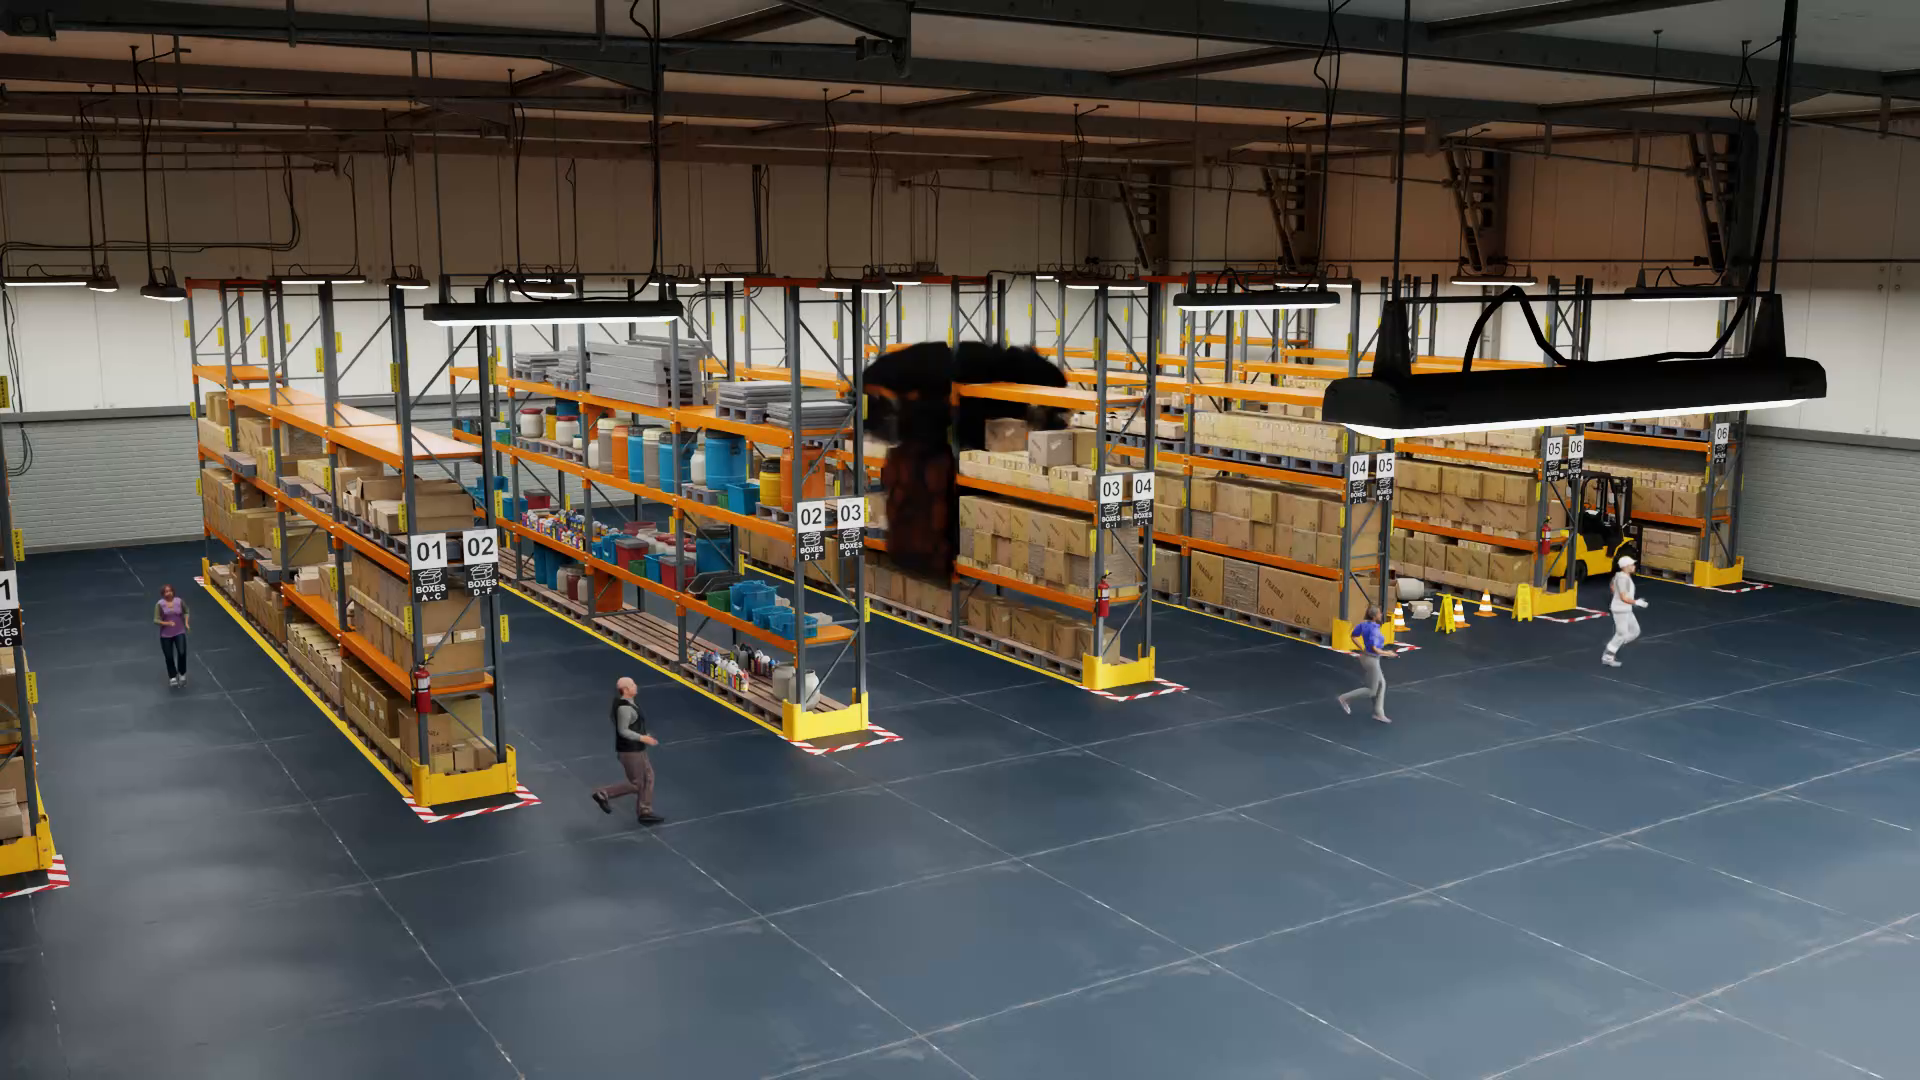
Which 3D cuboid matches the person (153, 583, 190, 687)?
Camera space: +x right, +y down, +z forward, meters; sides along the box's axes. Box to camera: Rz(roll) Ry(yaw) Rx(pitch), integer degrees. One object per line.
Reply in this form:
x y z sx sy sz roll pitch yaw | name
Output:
-11.689 1.423 24.717 0.510 1.570 0.636 -6 11 -30 | person

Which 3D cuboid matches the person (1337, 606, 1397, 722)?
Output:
5.605 1.730 22.963 0.811 1.672 0.586 -1 10 -4 | person

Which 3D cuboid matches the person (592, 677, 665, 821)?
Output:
-3.771 2.382 18.823 0.798 1.700 0.663 -2 10 -11 | person

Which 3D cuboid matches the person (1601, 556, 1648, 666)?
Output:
10.459 1.114 26.098 0.624 1.746 0.697 4 10 24 | person
